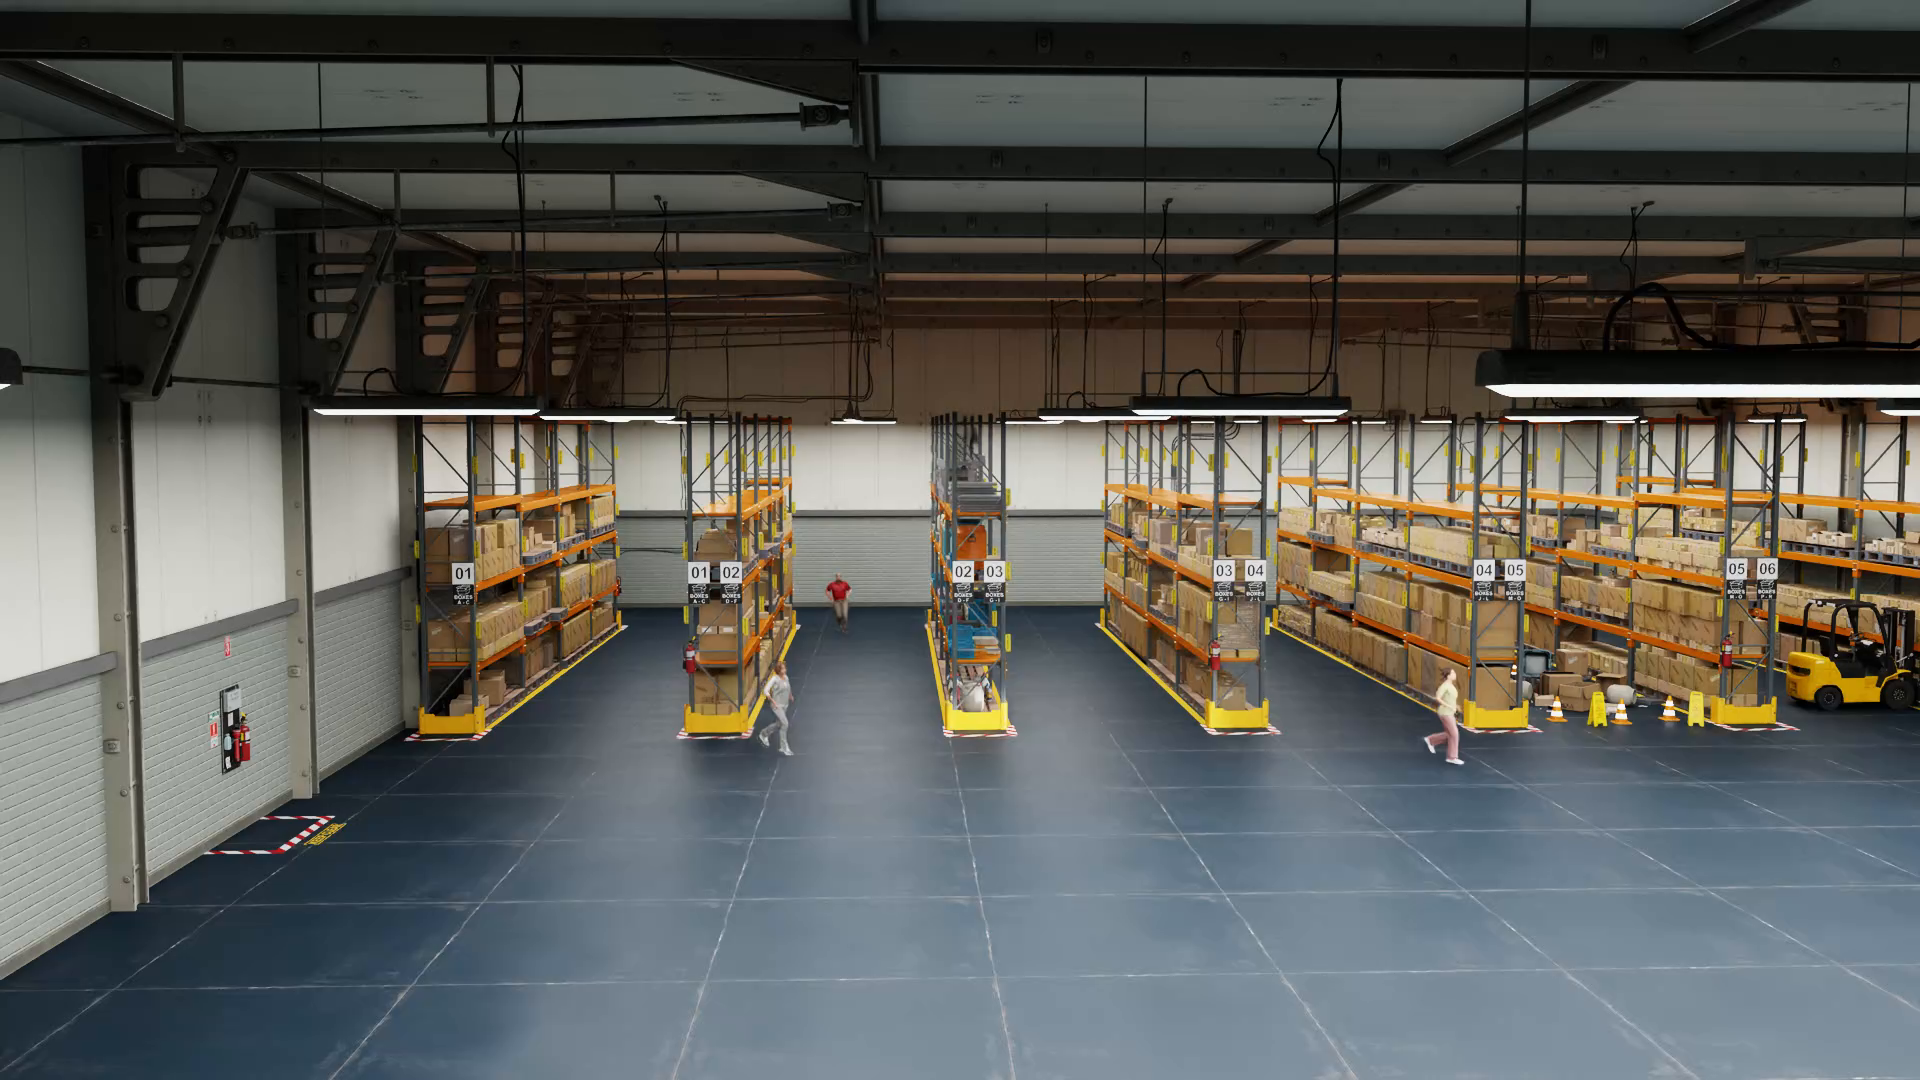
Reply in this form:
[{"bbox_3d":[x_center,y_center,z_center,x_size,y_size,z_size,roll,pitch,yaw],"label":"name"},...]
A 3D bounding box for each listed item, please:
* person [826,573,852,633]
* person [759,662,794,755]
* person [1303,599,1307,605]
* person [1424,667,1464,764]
[{"bbox_3d":[-3.341,1.783,46.138,0.711,1.605,0.619,-1,4,-14],"label":"person"},{"bbox_3d":[-3.229,2.940,29.200,0.759,1.619,0.533,2,5,31],"label":"person"},{"bbox_3d":[10.254,1.606,49.021,1.006,1.568,0.650,4,5,43],"label":"person"},{"bbox_3d":[8.249,2.982,28.361,0.710,1.655,0.581,2,5,32],"label":"person"}]
